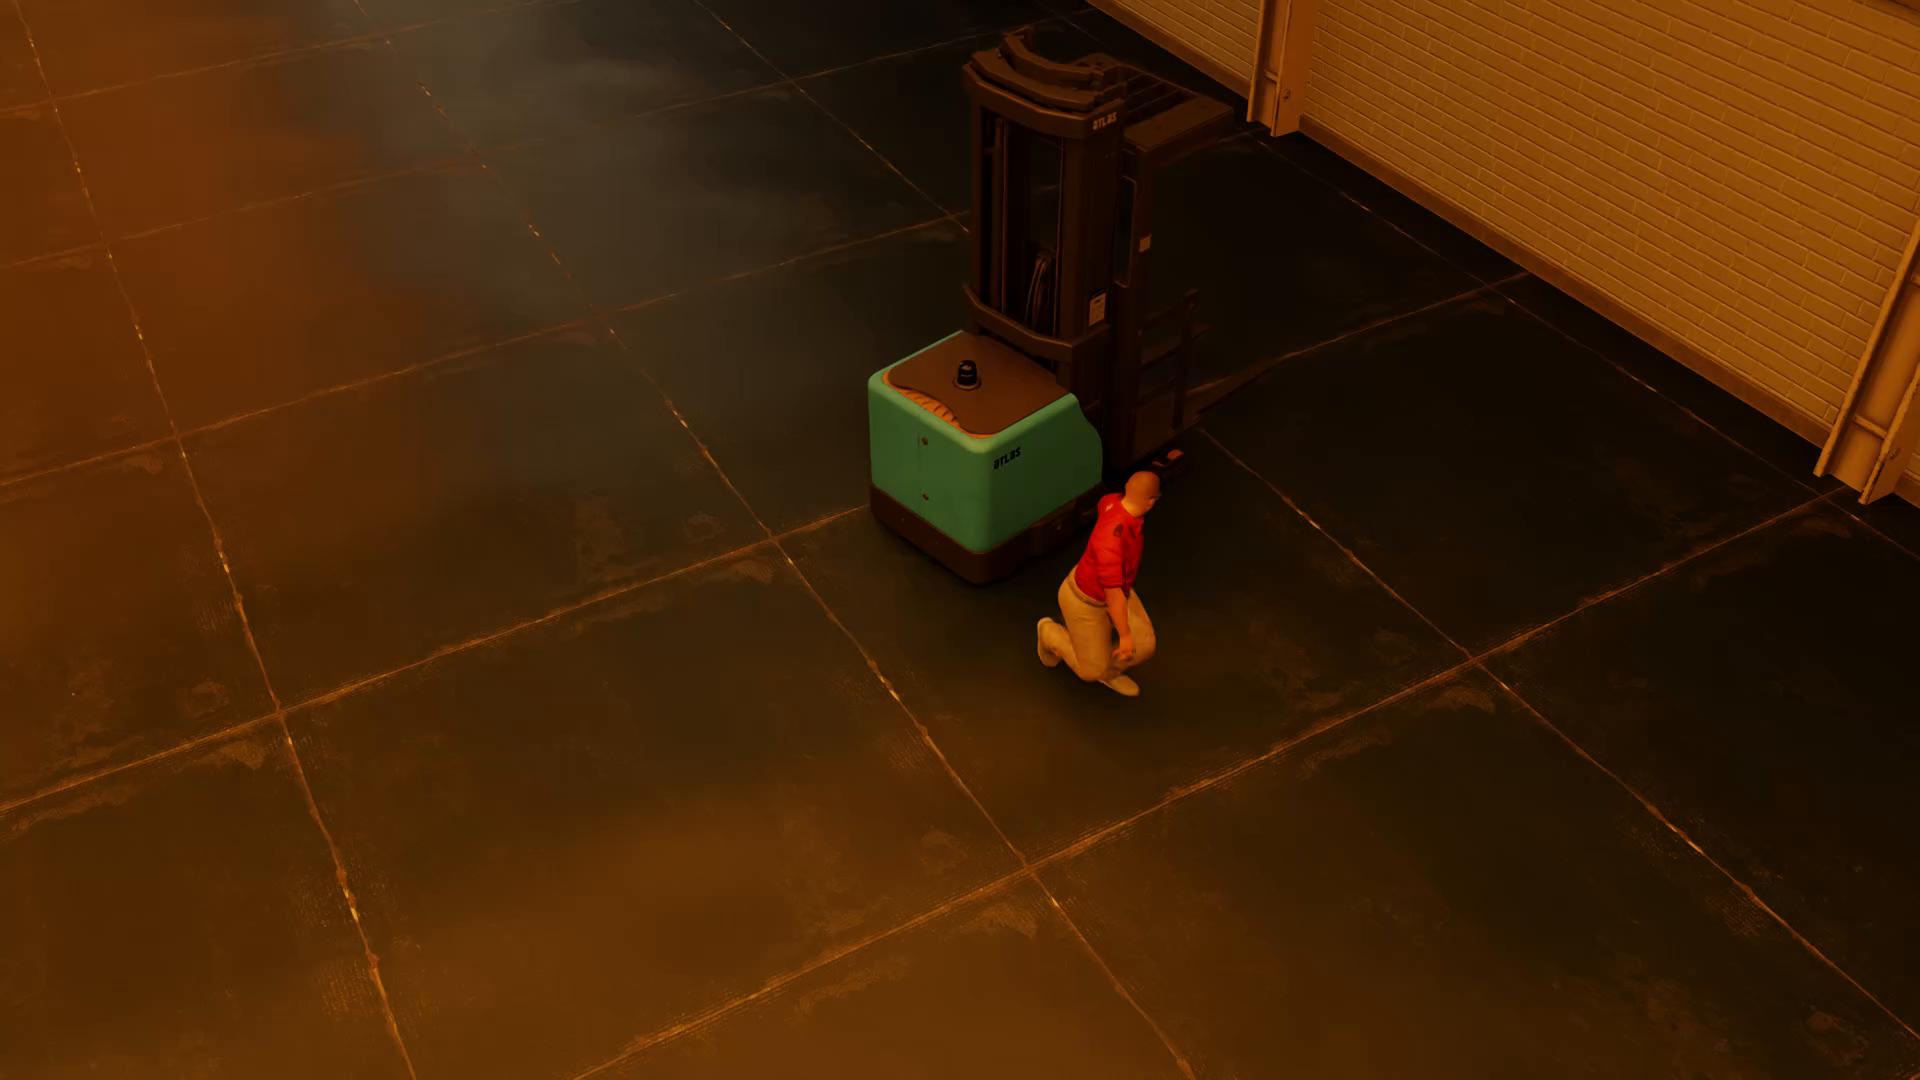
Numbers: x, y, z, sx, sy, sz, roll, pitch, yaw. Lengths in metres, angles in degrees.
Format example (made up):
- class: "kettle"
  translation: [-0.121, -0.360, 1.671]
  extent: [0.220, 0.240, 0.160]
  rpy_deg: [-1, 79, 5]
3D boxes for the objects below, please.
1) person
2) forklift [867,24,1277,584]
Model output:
- class: "person"
  translation: [0.770, 0.212, 8.924]
  extent: [0.722, 1.518, 0.698]
  rpy_deg: [24, 45, 26]
- class: "forklift"
  translation: [0.857, -1.687, 10.069]
  extent: [3.031, 2.935, 1.130]
  rpy_deg: [-31, 49, -32]
